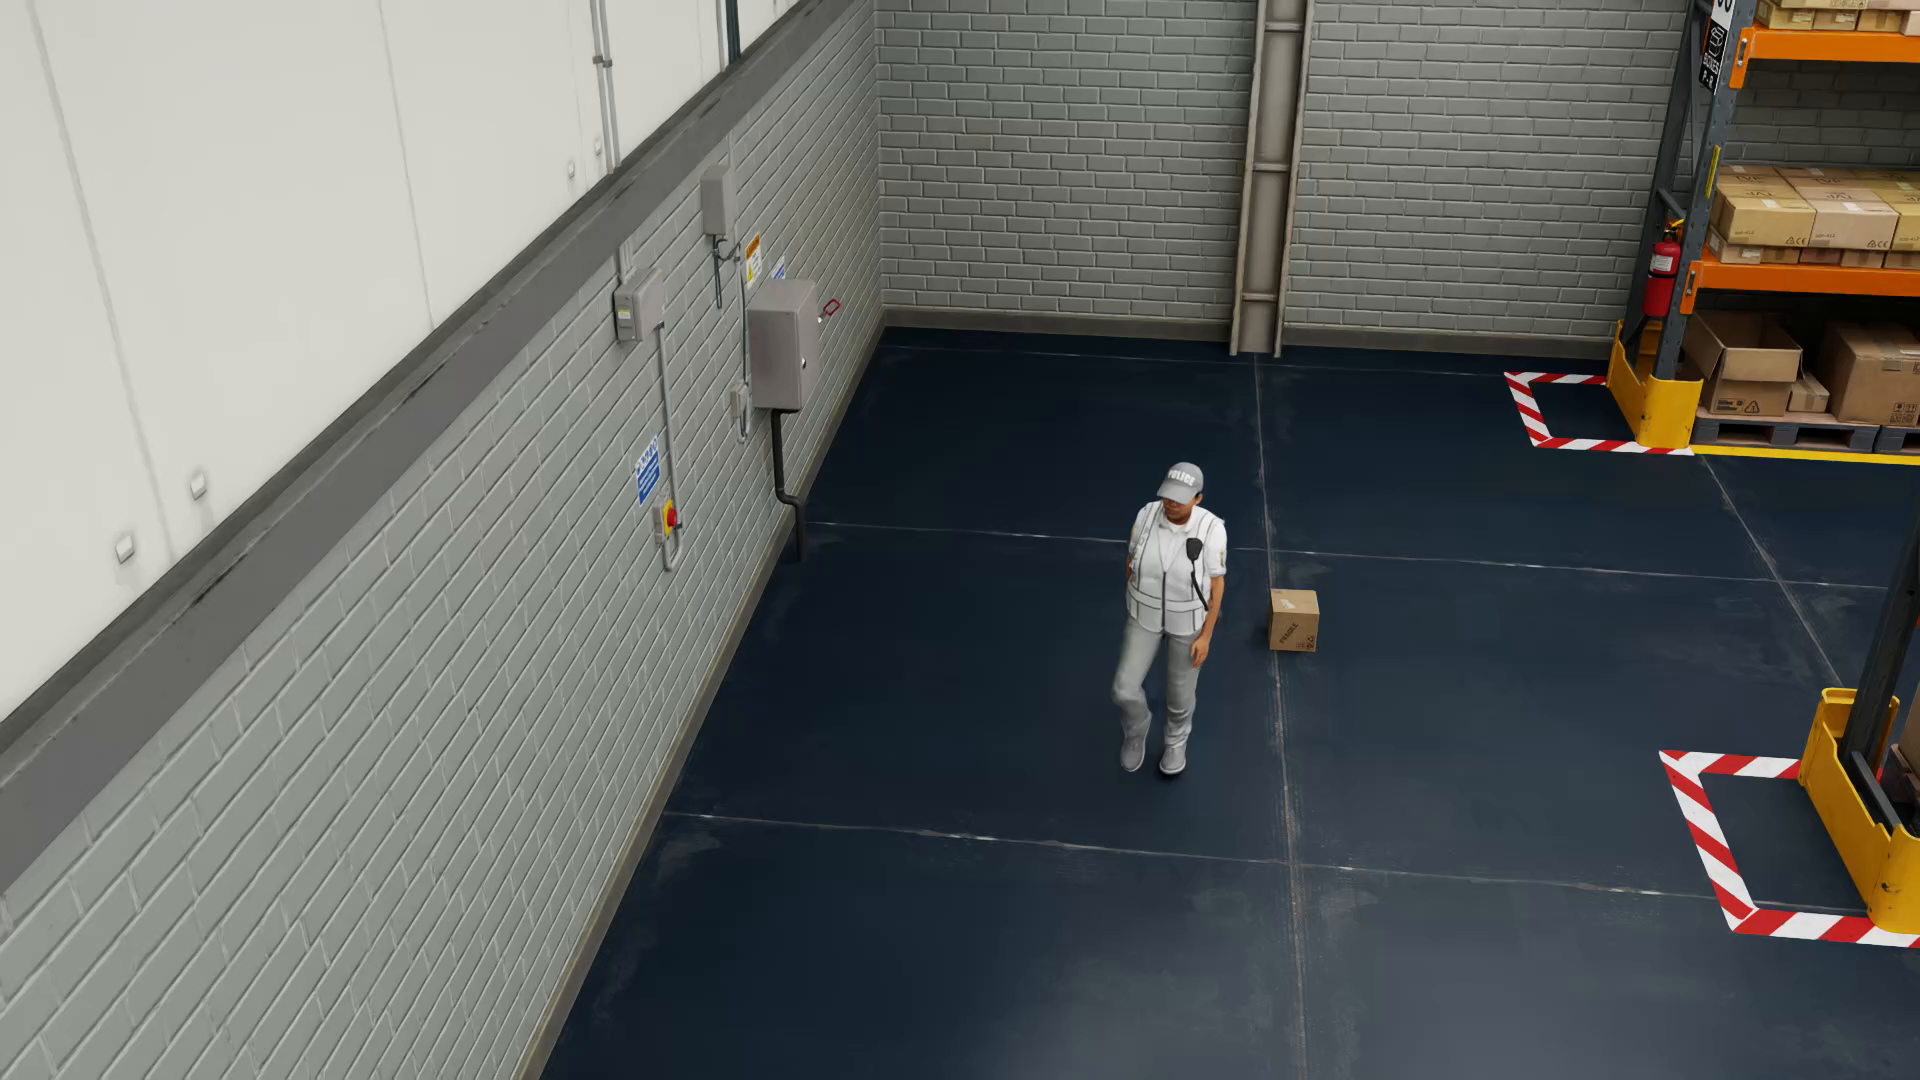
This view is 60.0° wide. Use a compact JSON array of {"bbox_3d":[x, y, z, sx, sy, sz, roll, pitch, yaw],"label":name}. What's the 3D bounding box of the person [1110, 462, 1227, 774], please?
[{"bbox_3d":[0.988,0.410,7.860,0.486,1.698,0.458,9,30,17],"label":"person"}]
